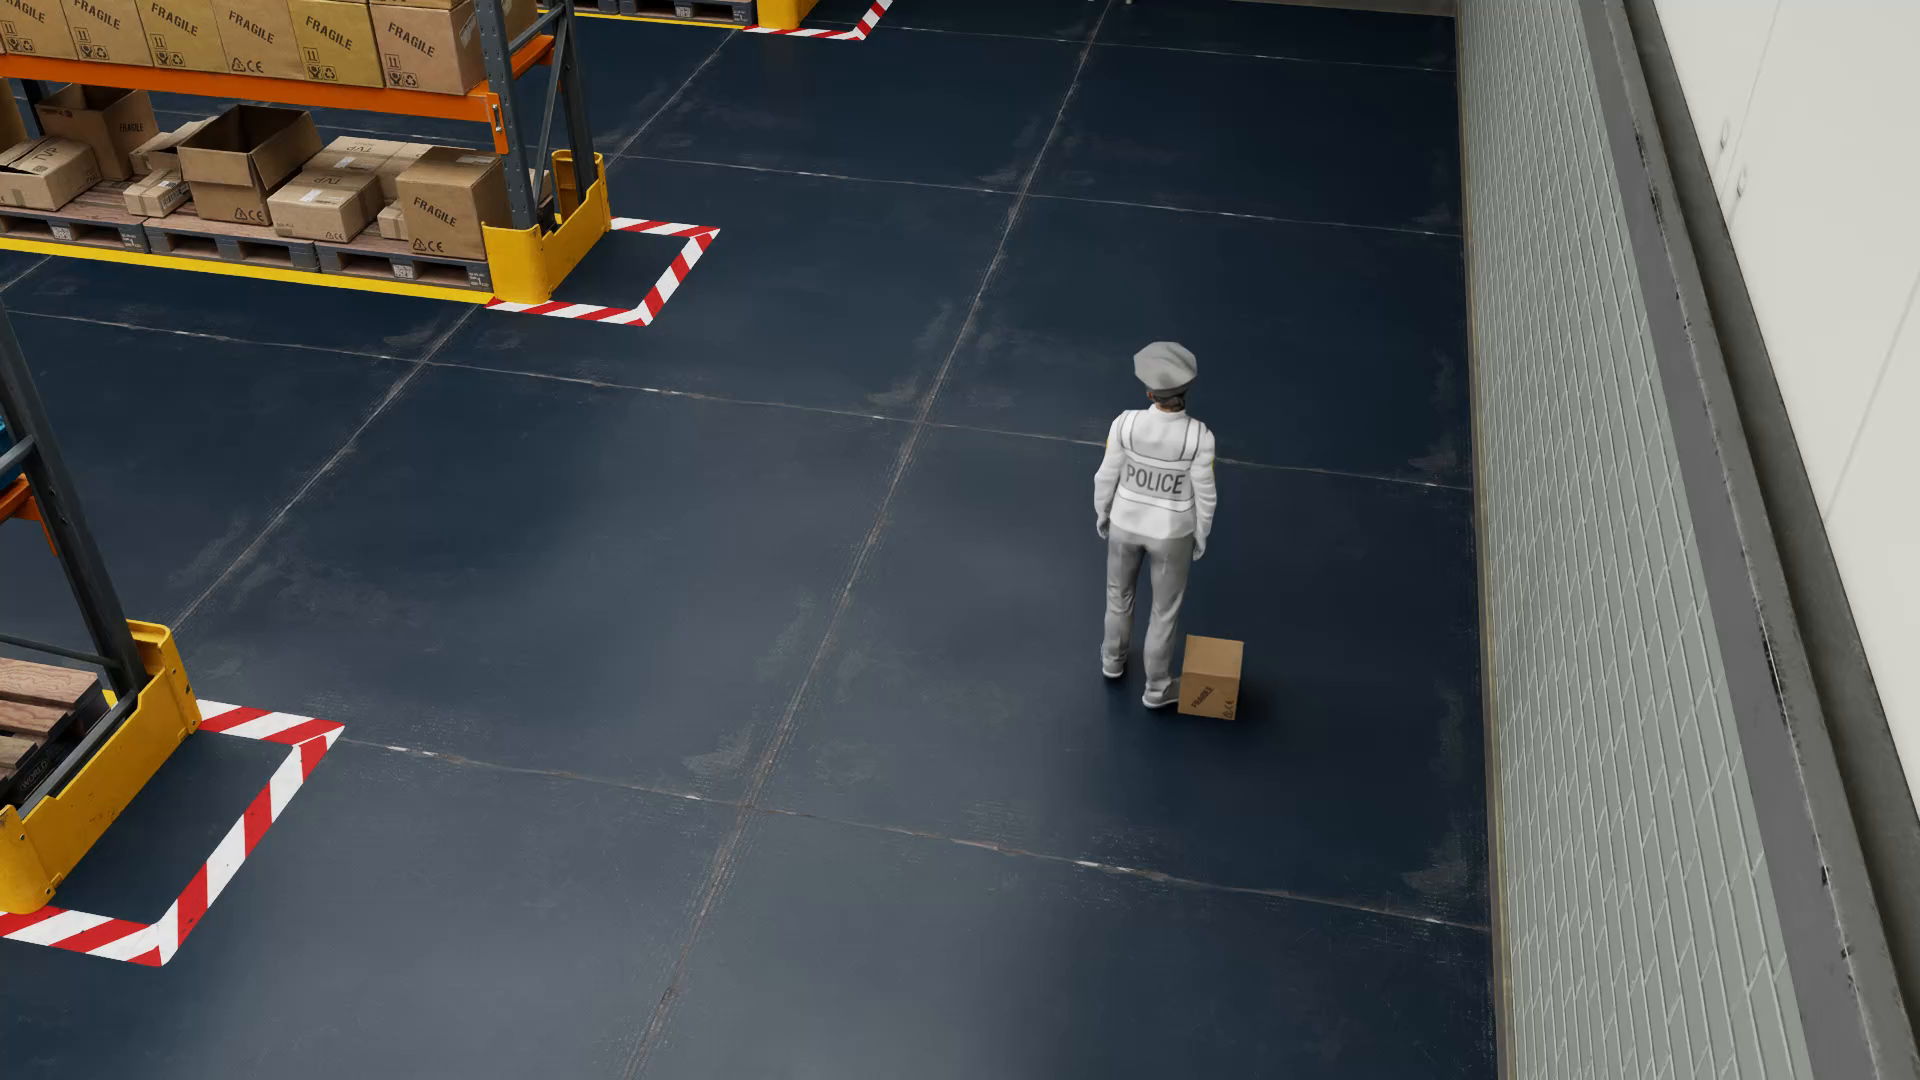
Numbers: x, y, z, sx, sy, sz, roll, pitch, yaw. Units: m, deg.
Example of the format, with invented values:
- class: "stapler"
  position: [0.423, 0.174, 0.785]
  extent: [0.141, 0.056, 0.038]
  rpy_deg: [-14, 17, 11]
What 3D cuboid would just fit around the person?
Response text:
- class: "person"
  position: [0.813, -0.053, 6.985]
  extent: [0.520, 1.675, 0.411]
  rpy_deg: [14, 39, 17]
